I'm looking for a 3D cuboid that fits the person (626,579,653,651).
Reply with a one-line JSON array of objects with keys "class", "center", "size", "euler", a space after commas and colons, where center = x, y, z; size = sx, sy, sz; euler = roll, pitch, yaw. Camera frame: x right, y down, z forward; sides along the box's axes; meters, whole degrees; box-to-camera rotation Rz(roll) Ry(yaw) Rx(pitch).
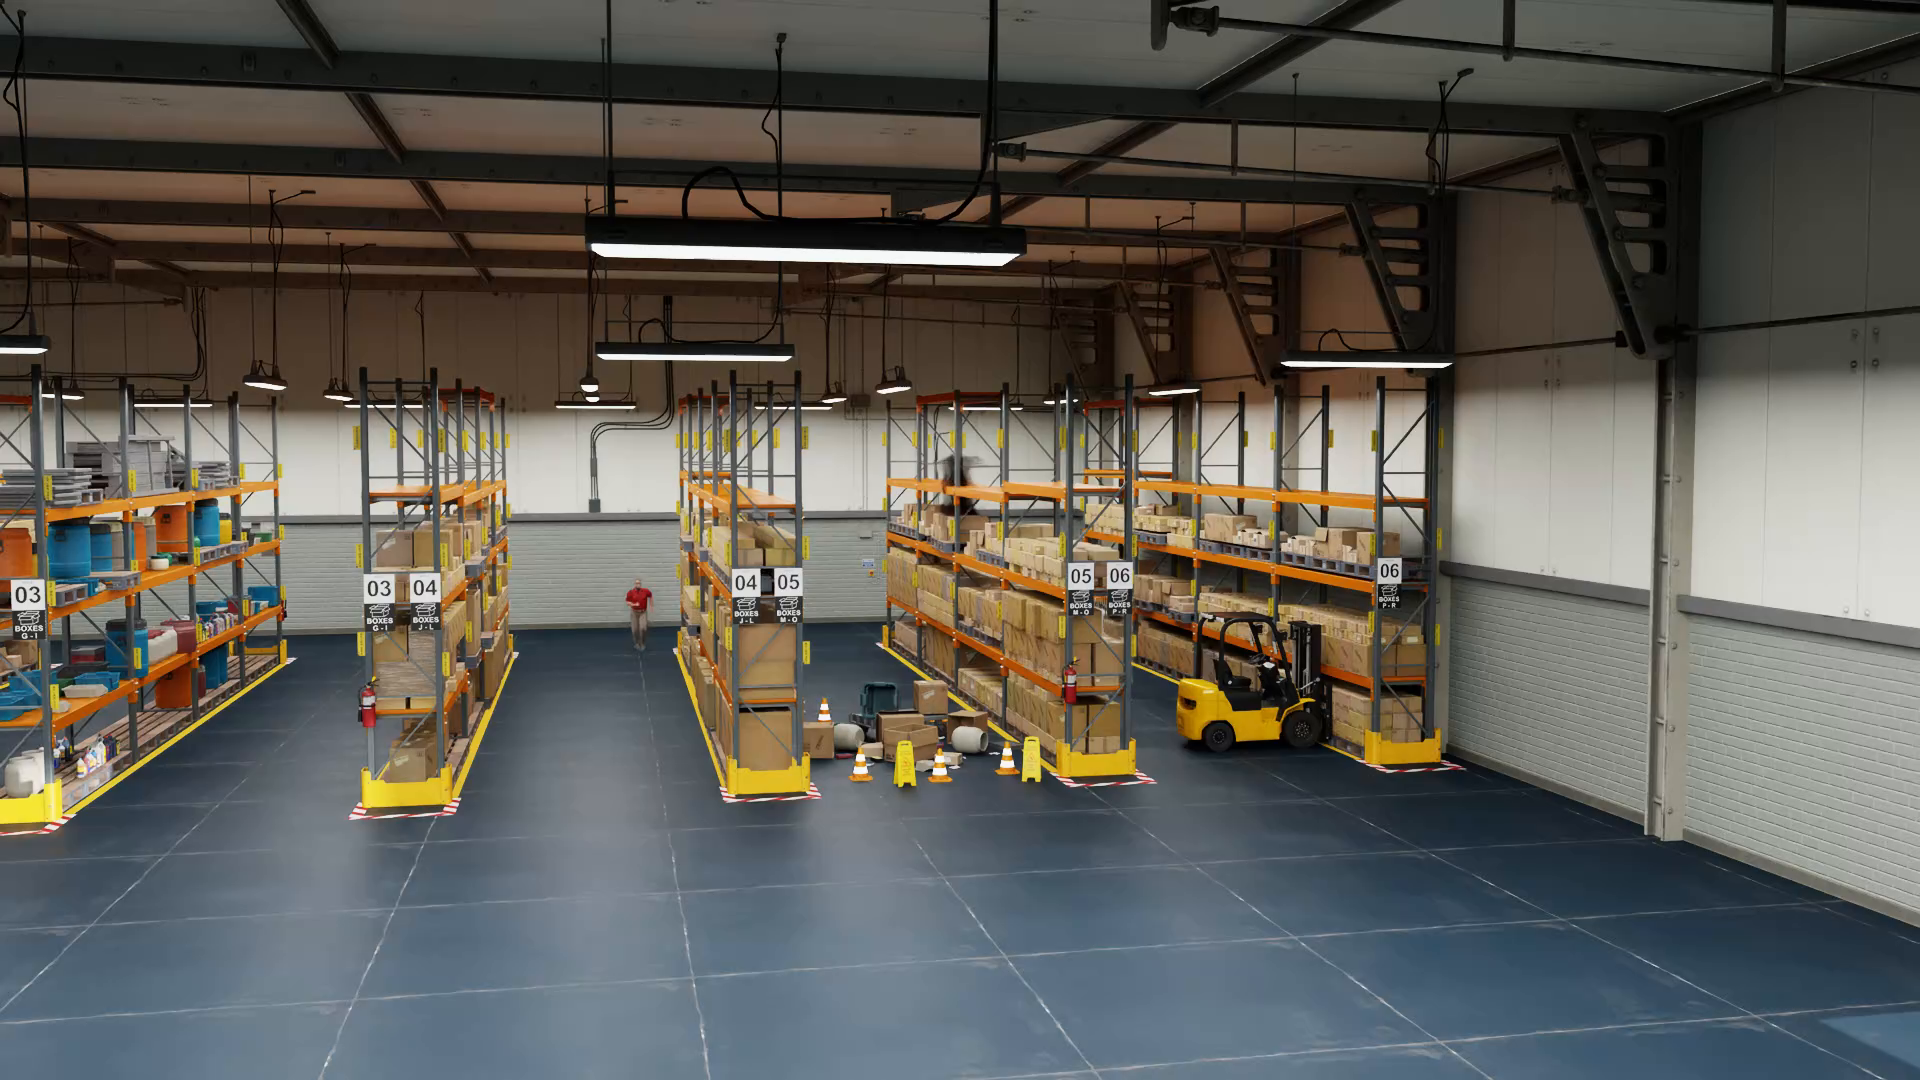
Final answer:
[{"class": "person", "center": [-7.635, 1.818, 39.636], "size": [0.636, 1.781, 0.786], "euler": [-1, 3, -9]}]
